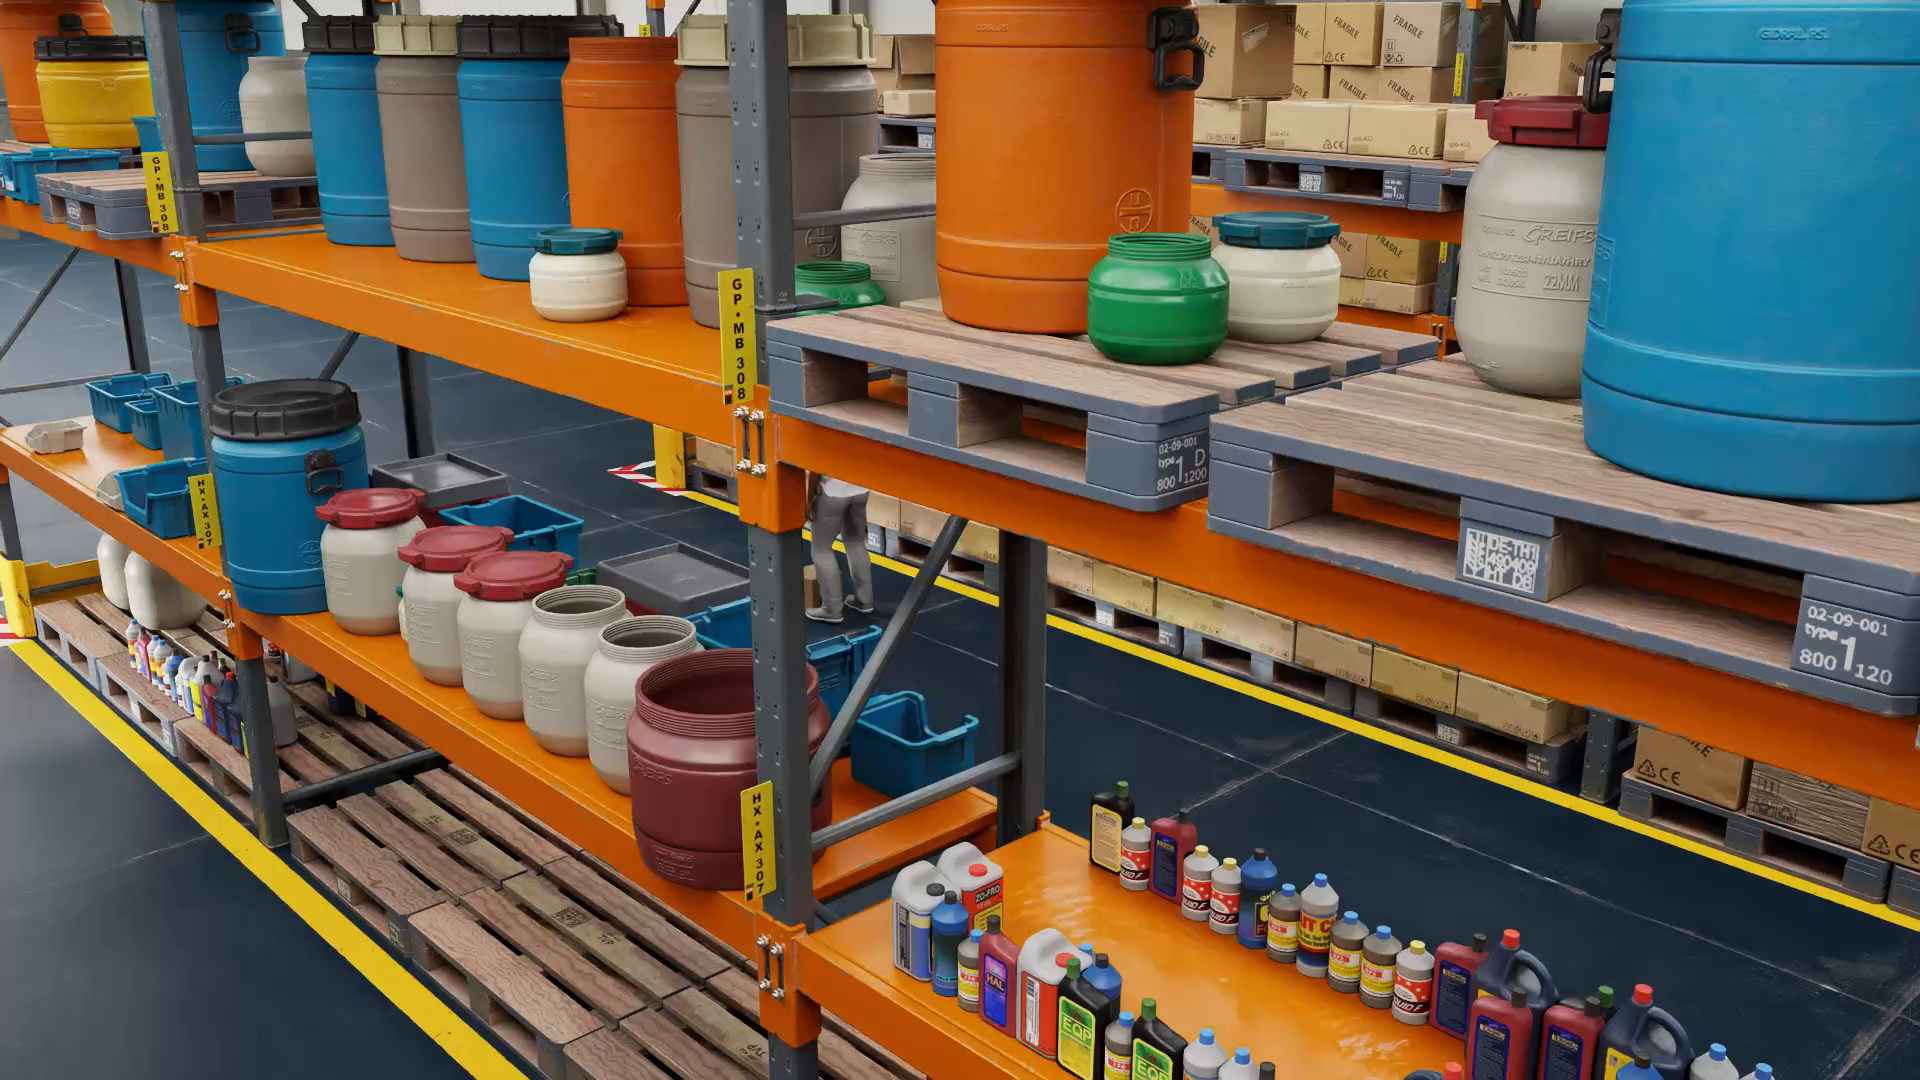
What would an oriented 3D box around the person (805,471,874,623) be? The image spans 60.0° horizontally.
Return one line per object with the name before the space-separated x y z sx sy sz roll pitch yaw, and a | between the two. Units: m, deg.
person | -0.771 -0.300 10.503 0.398 1.660 0.530 16 23 41
